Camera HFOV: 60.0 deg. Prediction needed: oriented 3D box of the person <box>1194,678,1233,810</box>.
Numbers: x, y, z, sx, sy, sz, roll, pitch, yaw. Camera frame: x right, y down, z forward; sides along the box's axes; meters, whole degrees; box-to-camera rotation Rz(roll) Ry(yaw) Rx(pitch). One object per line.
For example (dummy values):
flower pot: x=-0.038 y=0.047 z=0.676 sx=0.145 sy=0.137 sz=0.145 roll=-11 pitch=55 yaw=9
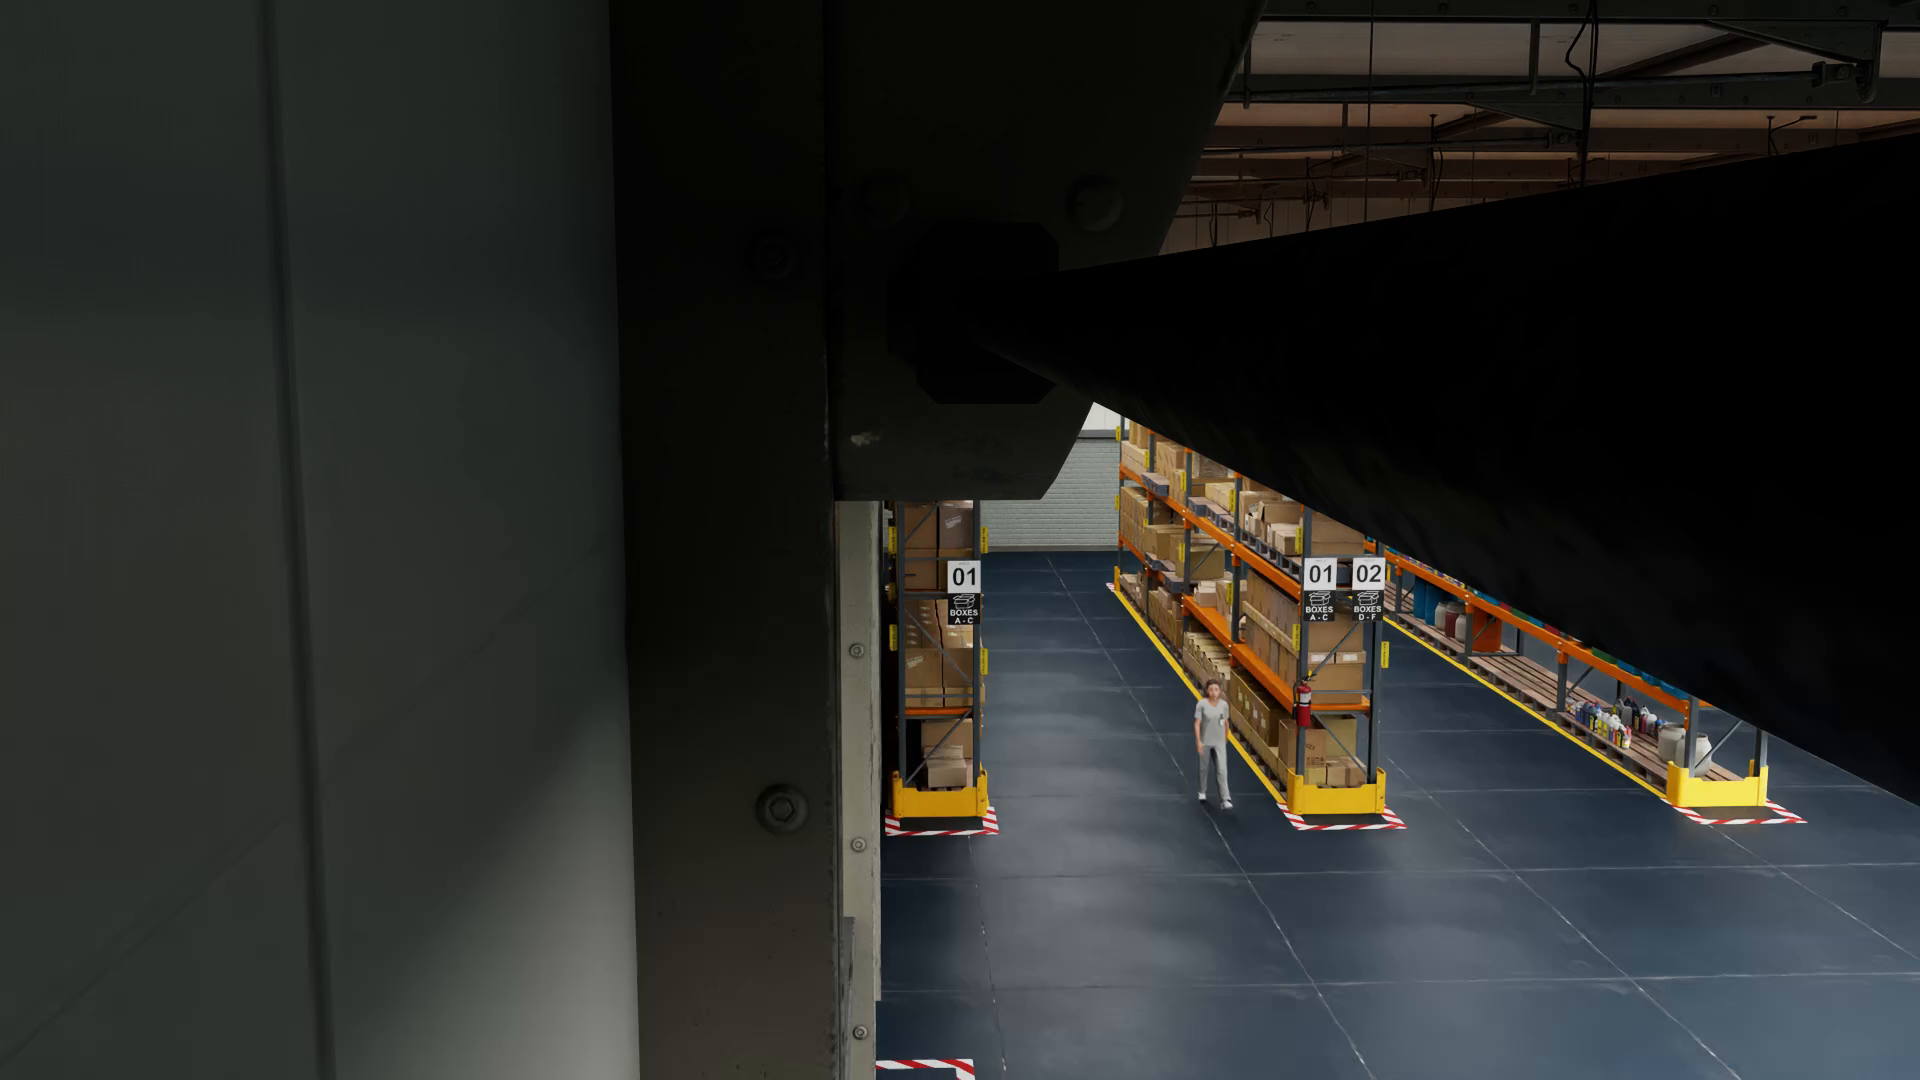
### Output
person: x=3.146 y=2.545 z=20.718 sx=0.453 sy=1.610 sz=1.065 roll=0 pitch=8 yaw=3
